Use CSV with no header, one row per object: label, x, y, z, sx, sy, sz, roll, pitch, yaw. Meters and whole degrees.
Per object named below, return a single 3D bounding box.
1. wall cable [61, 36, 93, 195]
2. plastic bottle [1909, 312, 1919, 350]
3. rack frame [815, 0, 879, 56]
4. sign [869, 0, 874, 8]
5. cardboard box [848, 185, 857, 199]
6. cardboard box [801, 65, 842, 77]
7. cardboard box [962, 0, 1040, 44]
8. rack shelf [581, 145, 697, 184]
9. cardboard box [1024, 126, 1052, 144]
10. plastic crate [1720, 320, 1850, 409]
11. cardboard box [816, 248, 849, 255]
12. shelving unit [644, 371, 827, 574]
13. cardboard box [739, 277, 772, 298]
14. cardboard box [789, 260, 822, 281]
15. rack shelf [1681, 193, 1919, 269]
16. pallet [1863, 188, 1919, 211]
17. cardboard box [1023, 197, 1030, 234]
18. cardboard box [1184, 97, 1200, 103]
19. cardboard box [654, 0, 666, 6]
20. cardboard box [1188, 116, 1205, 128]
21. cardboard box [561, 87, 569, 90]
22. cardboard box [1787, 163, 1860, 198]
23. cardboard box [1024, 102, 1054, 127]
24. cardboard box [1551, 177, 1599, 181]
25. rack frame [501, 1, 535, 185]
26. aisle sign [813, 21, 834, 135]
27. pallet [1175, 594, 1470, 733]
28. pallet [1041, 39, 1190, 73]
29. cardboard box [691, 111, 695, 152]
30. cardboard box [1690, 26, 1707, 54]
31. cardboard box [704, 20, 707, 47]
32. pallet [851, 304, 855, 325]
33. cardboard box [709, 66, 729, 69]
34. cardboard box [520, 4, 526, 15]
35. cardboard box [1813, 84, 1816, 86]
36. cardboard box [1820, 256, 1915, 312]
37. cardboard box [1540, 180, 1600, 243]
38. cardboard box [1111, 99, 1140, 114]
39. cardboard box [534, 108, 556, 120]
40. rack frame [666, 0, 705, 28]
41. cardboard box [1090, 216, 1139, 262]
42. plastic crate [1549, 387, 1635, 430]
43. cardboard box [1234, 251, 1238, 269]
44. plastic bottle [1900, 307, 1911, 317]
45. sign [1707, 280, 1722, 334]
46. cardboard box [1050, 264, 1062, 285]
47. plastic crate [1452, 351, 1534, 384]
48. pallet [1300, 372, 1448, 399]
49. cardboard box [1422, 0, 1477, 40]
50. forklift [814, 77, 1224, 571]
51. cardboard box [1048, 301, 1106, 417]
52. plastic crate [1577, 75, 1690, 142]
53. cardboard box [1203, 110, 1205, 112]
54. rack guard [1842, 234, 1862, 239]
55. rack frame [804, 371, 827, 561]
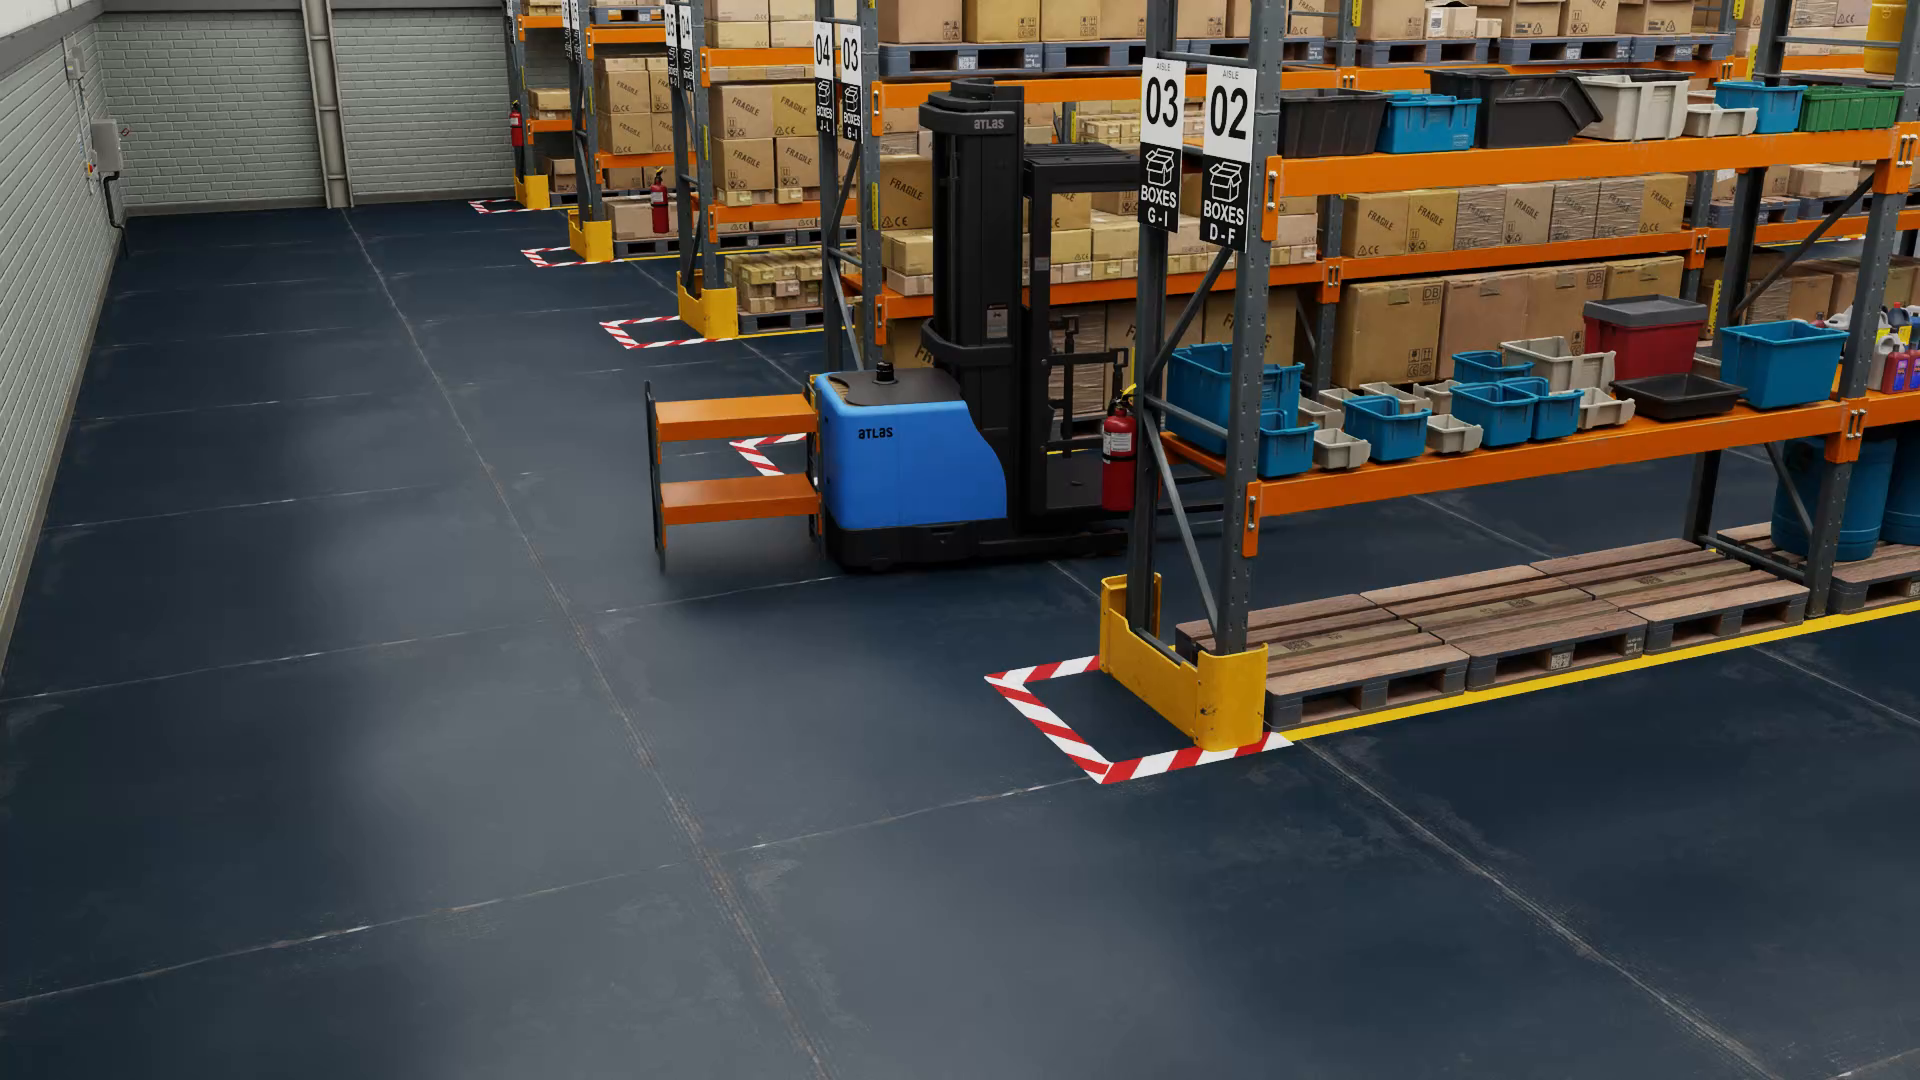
wall cable,-9.913,-4.862,18.737,0.123,1.953,0.585,-8,21,-22
plastic bottle,5.915,-1.279,10.332,0.097,0.271,0.097,0,19,0
rack frame,-0.819,-4.924,11.458,0.127,3.000,1.000,-8,21,-22
sign,-0.605,-3.789,11.315,0.005,0.325,0.100,-8,21,-22
cardboard box,-1.098,-3.638,17.216,0.250,0.149,0.380,-9,21,-23
cardboard box,-1.865,-5.951,21.752,0.500,0.500,0.500,-8,21,-23
cardboard box,0.202,-3.924,12.200,0.500,0.500,0.700,-9,21,-24
rack shelf,-2.908,-5.041,21.904,4.000,0.370,1.077,-8,21,-22
cardboard box,0.650,-4.184,17.791,0.500,0.500,0.500,-8,21,-22
plastic crate,4.522,-0.966,9.182,0.575,0.384,0.392,-8,21,-22
cardboard box,-1.377,-3.057,17.952,0.250,0.149,0.380,-7,21,-20
shelving unit,-1.424,-0.440,10.577,1.048,1.125,0.538,-5,20,-13
cardboard box,-2.108,-2.605,17.116,0.250,0.149,0.380,-7,21,-20
cardboard box,-1.588,-2.787,17.185,0.250,0.149,0.380,-8,21,-22
rack shelf,8.363,-3.071,16.310,4.000,0.370,1.077,-8,21,-22
pallet,9.440,-3.527,16.810,1.213,0.211,1.003,-8,21,-22
cardboard box,0.188,-2.565,12.438,0.500,0.500,0.500,-9,21,-23
cardboard box,3.106,-6.543,23.859,0.500,0.500,0.500,-9,21,-23
cardboard box,-3.654,-6.731,20.702,0.250,0.149,0.380,-7,21,-20
cardboard box,2.713,-4.589,18.389,0.250,0.149,0.380,-7,21,-20
cardboard box,-5.923,-6.908,25.904,0.500,0.250,0.500,-8,21,-22
cardboard box,8.157,-3.425,15.826,0.500,0.250,0.500,-9,21,-23
cardboard box,0.657,-4.662,17.641,0.500,0.500,0.500,-9,21,-24
cardboard box,5.249,-3.491,14.760,0.637,0.503,0.797,-8,21,-21
rack frame,-6.714,-6.630,25.335,0.127,3.000,1.000,-8,21,-22
aisle sign,-1.004,-3.403,12.256,0.004,0.787,0.394,-8,21,-22
pallet,1.915,0.634,8.903,1.213,0.211,1.003,-8,21,-22
pallet,0.980,-3.730,12.717,1.213,0.211,1.003,-8,21,-22
cardboard box,-3.262,-5.276,21.339,0.500,0.500,0.500,-8,21,-22
cardboard box,6.866,-4.629,15.361,0.500,0.250,0.500,-8,21,-22
cardboard box,-2.378,-5.105,16.714,0.500,0.250,0.500,-9,21,-23
pallet,-0.743,-2.571,18.005,1.213,0.211,1.003,-8,21,-22
cardboard box,-3.112,-6.070,21.112,0.250,0.149,0.380,-8,21,-21
cardboard box,-6.512,-8.039,25.199,0.250,0.149,0.380,-8,21,-20
cardboard box,11.176,-6.168,22.171,0.550,0.550,0.875,-8,21,-22
cardboard box,9.182,-2.571,16.908,0.500,0.500,0.700,-8,21,-22
cardboard box,5.236,-2.921,14.650,0.500,0.500,0.500,-9,21,-24
cardboard box,2.257,-6.193,23.568,0.500,0.250,0.500,-8,21,-22
cardboard box,-6.303,-6.471,25.262,0.250,0.149,0.380,-8,21,-22
rack frame,-2.691,-6.450,15.792,0.127,3.000,1.000,-8,21,-22
cardboard box,1.143,-2.351,12.960,0.500,0.250,0.500,-9,21,-23
plastic crate,3.336,-0.694,8.782,0.466,0.136,0.293,-8,21,-22
cardboard box,2.232,-2.295,13.401,0.250,0.149,0.380,-9,21,-23
plastic bottle,5.848,-1.317,10.432,0.135,0.276,0.152,-8,21,-22
sign,4.600,-1.409,10.091,0.005,0.325,0.100,-8,21,-22
cardboard box,0.580,-2.058,12.729,0.250,0.149,0.380,-9,21,-23
plastic crate,2.927,-0.882,9.172,0.300,0.233,0.416,-8,21,-22
pallet,3.532,-1.430,14.766,1.213,0.211,1.003,-8,21,-22
cardboard box,3.897,-4.309,13.728,0.500,0.311,0.500,-9,21,-24
forklift,0.608,-1.434,10.680,3.031,2.935,1.130,-5,20,-13
cardboard box,0.573,-1.519,13.386,0.875,0.875,0.875,-8,21,-22
plastic crate,3.300,-2.141,8.247,0.530,0.282,0.437,-8,21,-22
cardboard box,2.948,-4.858,19.153,0.250,0.149,0.380,-7,21,-20
rack guard,12.022,-4.550,23.190,0.348,0.500,1.175,-8,21,-22
rack frame,-0.931,-0.481,10.693,0.032,1.125,0.500,-5,20,-13
